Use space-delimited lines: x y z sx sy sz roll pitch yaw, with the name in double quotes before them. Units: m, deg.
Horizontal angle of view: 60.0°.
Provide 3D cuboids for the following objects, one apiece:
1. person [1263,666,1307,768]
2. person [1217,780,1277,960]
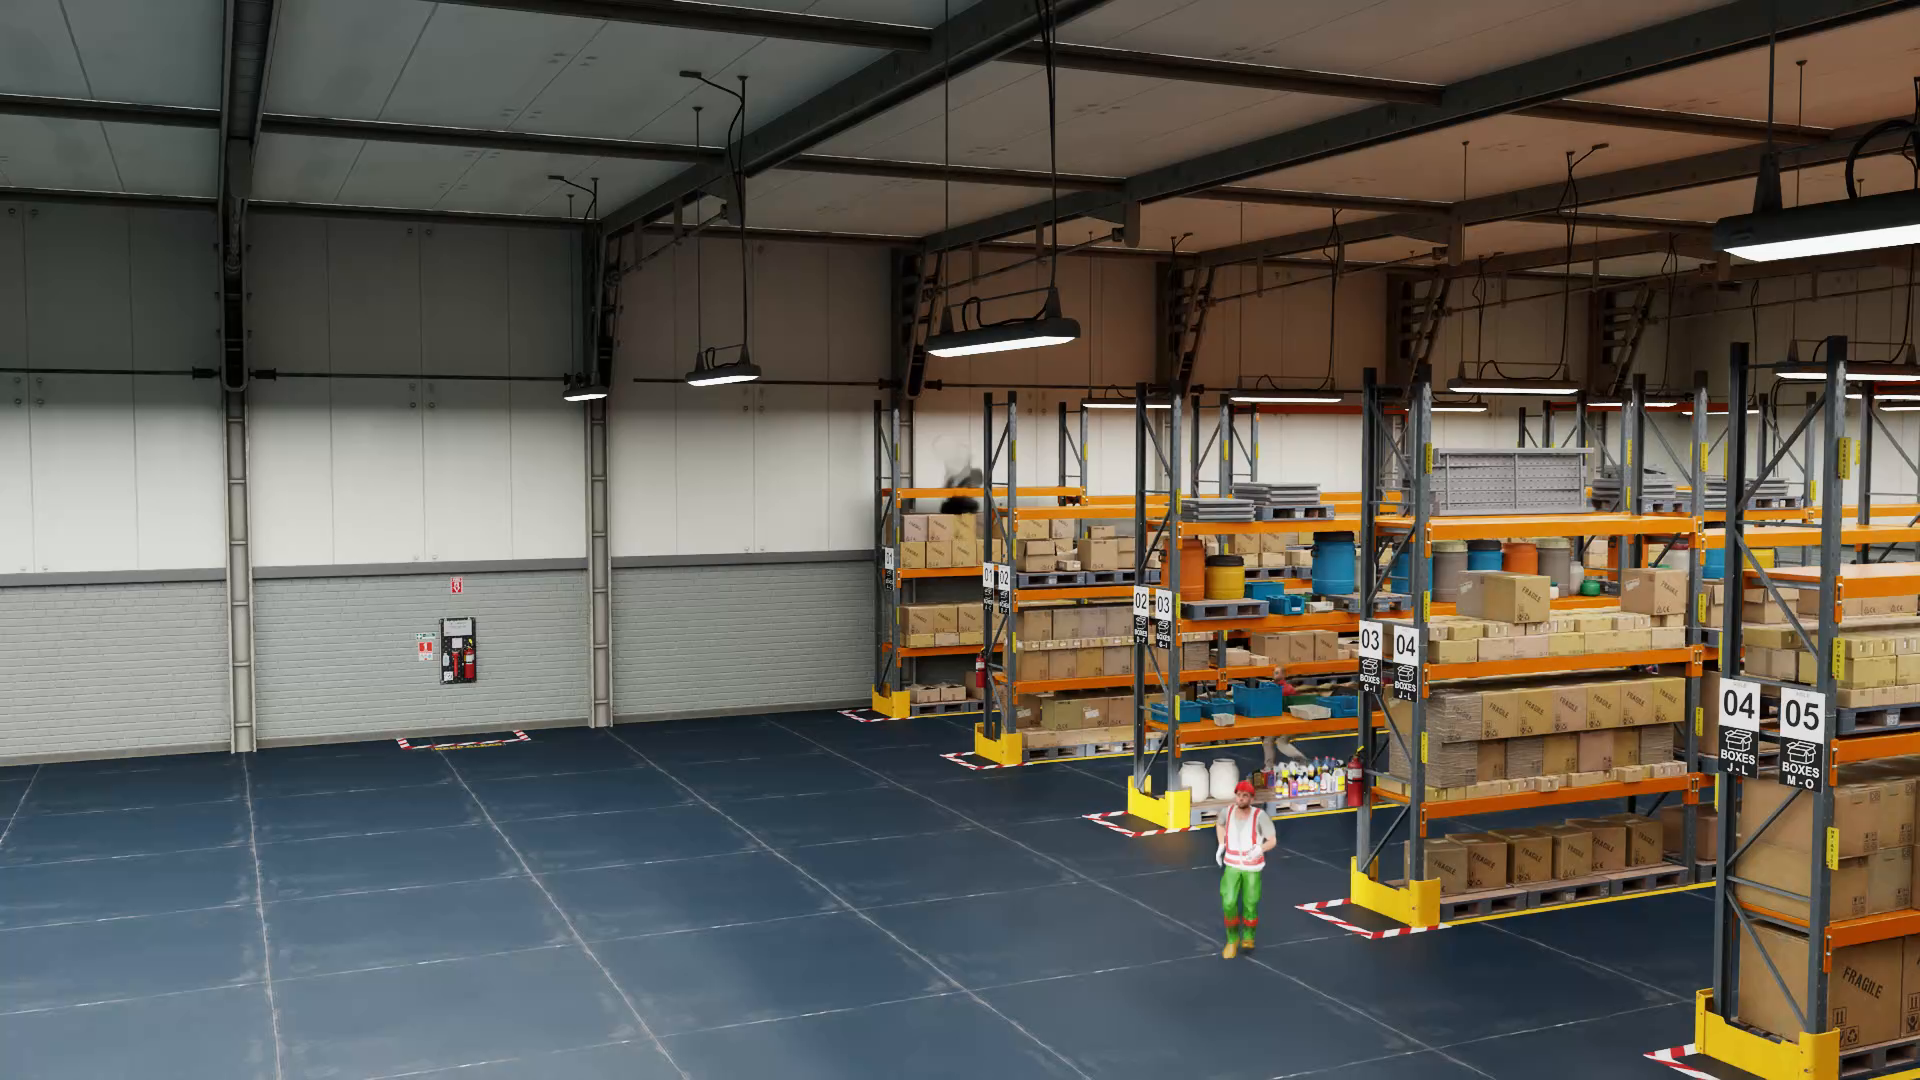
"person" 4.936 2.803 25.673 0.837 1.724 0.667 -2 4 -28
"person" 2.847 3.313 16.676 0.642 1.816 0.737 1 4 19
